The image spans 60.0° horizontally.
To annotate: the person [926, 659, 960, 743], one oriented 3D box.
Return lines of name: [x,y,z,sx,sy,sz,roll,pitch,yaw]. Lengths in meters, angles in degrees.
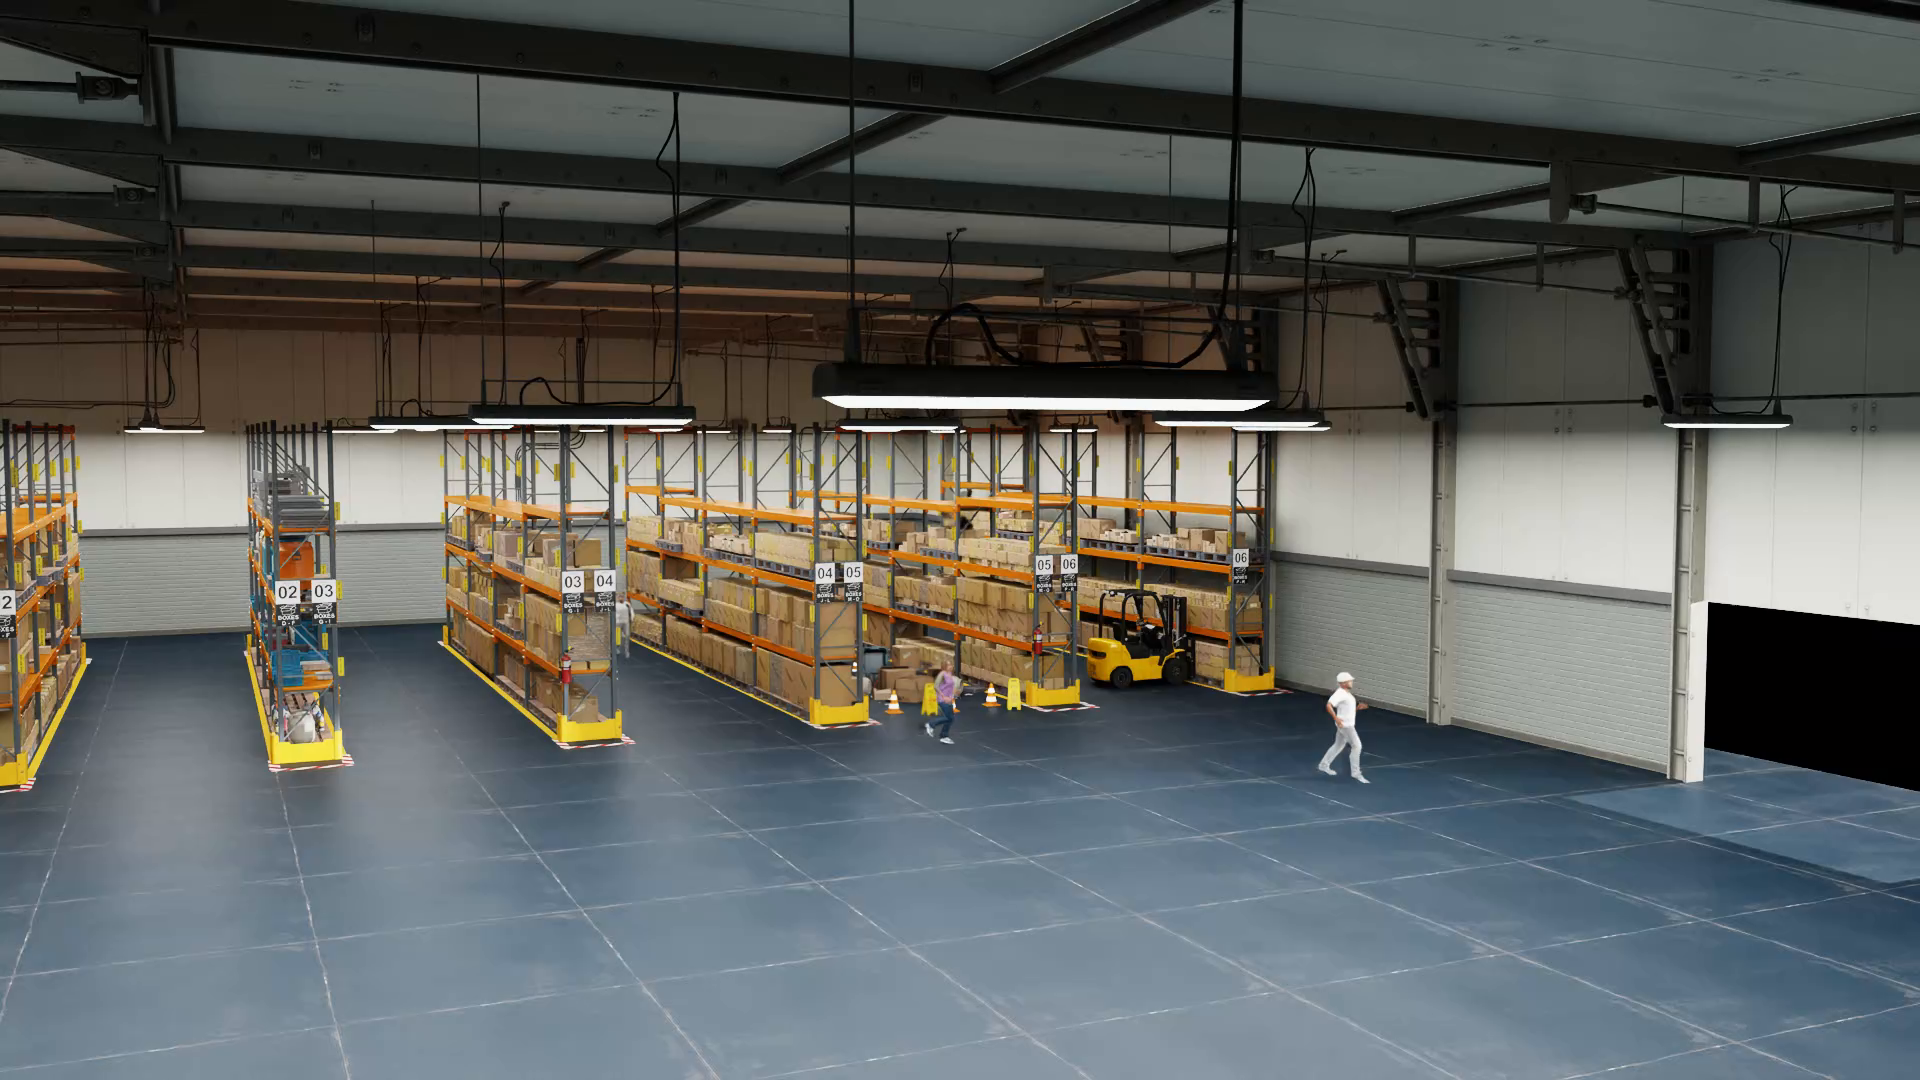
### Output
person: [-0.307,3.010,31.085,0.586,1.572,0.532,2,4,23]

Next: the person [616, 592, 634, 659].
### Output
person: [-8.745,2.188,43.156,0.618,1.718,0.862,-1,4,-21]

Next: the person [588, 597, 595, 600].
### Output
person: [-10.502,1.866,47.893,0.772,1.744,0.750,2,4,28]

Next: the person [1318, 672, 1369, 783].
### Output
person: [6.373,3.105,27.599,0.820,1.819,0.677,1,4,13]
